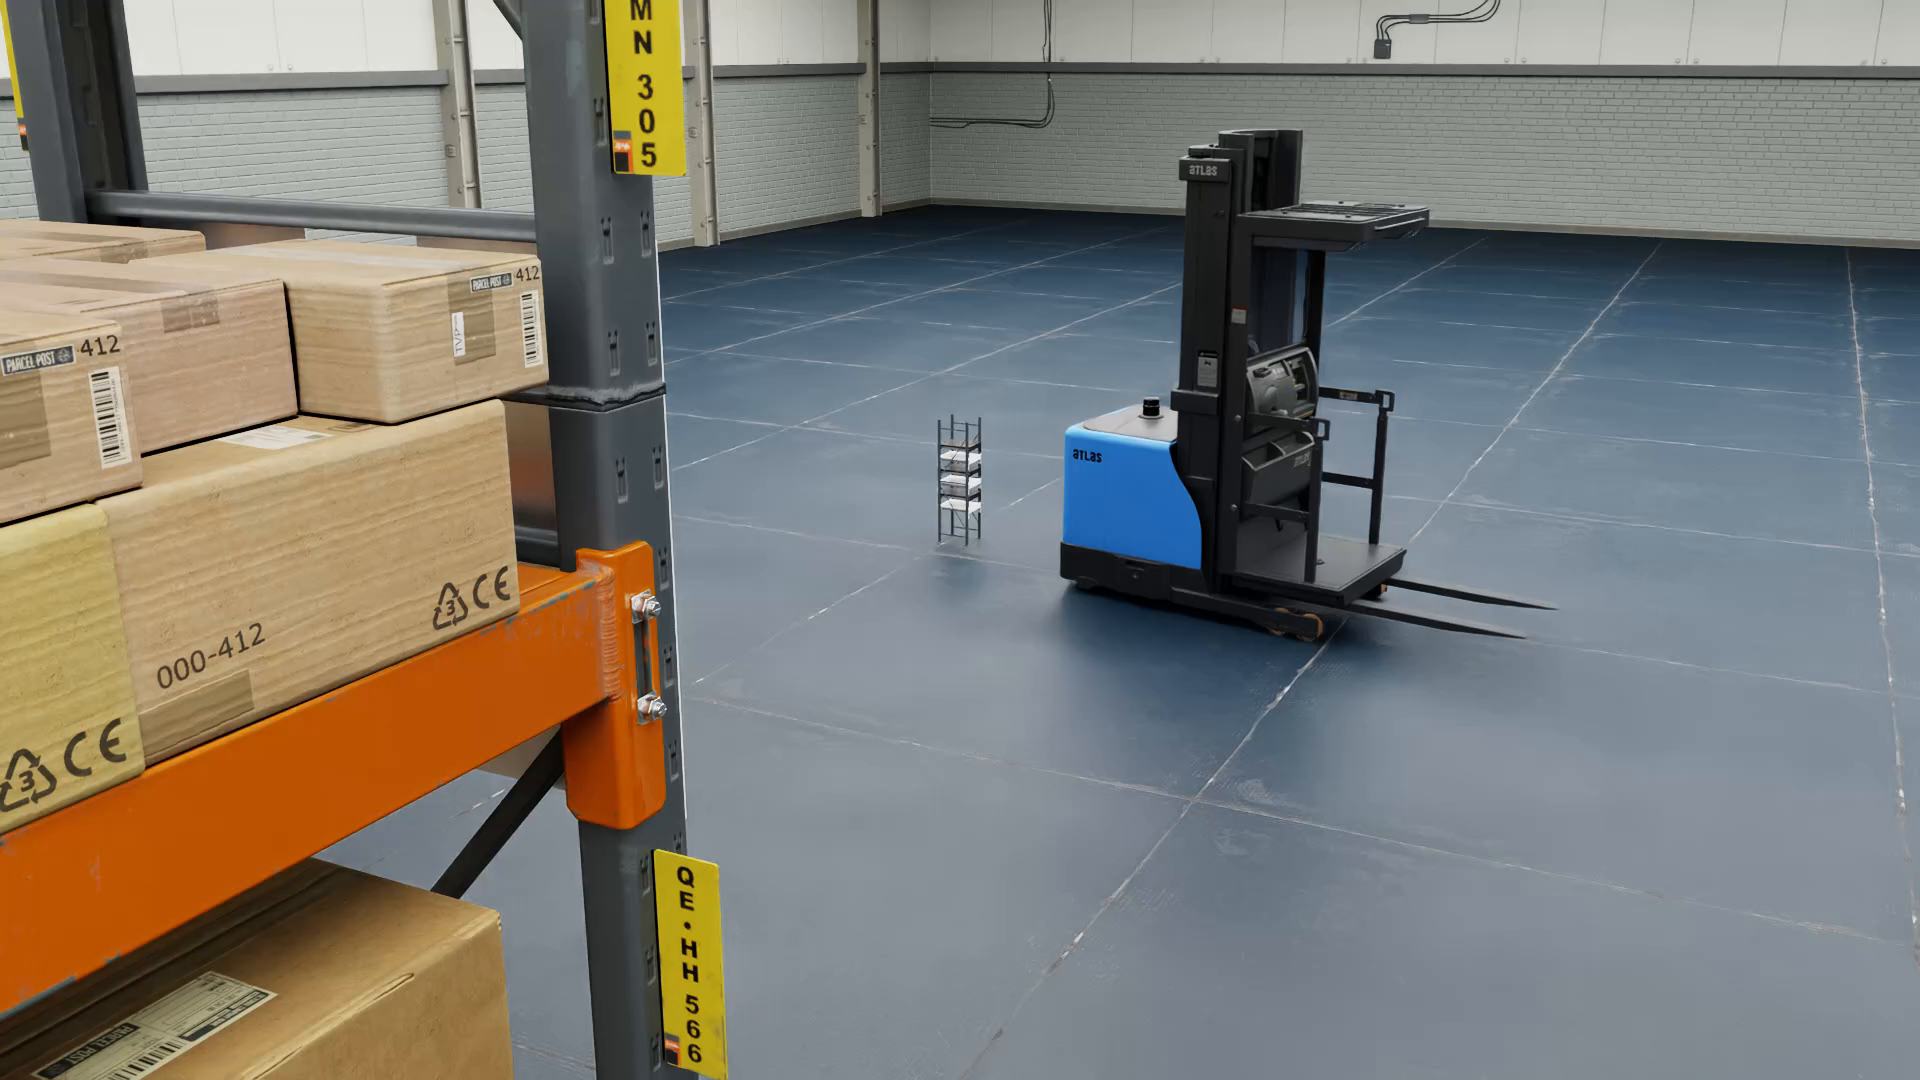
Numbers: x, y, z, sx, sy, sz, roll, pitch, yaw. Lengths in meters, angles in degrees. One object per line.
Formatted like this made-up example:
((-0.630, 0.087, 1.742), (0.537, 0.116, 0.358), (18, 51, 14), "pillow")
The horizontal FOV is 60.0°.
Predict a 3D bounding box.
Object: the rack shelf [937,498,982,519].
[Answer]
((-0.004, -0.225, 11.950), (0.258, 0.077, 0.200), (8, 18, 25), "rack shelf")

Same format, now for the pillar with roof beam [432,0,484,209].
((-3.380, -7.537, 21.596), (9.100, 9.000, 0.400), (8, 18, 25), "pillar with roof beam")

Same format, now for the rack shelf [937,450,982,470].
((-0.004, -0.570, 11.848), (0.258, 0.077, 0.200), (8, 18, 25), "rack shelf")

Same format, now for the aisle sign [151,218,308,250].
((-1.089, -0.096, 2.513), (0.394, 0.787, 0.004), (8, 18, 25), "aisle sign")

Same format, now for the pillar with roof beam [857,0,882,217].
((1.982, -10.594, 31.887), (9.100, 9.000, 0.400), (8, 18, 25), "pillar with roof beam")

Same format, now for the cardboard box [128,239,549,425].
((-0.694, -0.242, 1.867), (0.380, 0.149, 0.250), (8, 18, 25), "cardboard box")

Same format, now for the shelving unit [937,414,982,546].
((-0.004, -0.429, 11.889), (0.258, 0.900, 0.210), (8, 18, 25), "shelving unit")

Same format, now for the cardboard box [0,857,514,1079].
((-0.873, 0.706, 1.925), (0.500, 0.500, 0.500), (8, 18, 25), "cardboard box")

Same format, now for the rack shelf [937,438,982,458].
((-0.004, -0.656, 11.822), (0.258, 0.077, 0.200), (8, 18, 25), "rack shelf")

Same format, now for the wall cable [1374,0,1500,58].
((9.116, -12.142, 31.127), (2.305, 6.003, 0.169), (8, 18, 25), "wall cable")

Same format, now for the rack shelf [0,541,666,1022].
((-1.742, 0.621, 0.661), (1.077, 0.370, 4.000), (8, 18, 25), "rack shelf")

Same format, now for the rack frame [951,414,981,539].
((0.042, -0.455, 11.976), (0.240, 0.900, 0.006), (8, 18, 25), "rack frame")

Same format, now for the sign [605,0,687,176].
((-0.361, -0.582, 1.893), (0.100, 0.325, 0.005), (8, 18, 25), "sign")

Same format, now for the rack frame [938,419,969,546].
((-0.049, -0.403, 11.802), (0.240, 0.900, 0.006), (8, 18, 25), "rack frame")

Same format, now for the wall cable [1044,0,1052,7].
((3.051, -12.312, 34.256), (3.097, 2.526, 0.112), (8, 18, 25), "wall cable")

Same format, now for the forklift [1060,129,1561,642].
((2.155, -0.967, 10.133), (3.031, 2.935, 1.130), (11, 20, 34), "forklift")

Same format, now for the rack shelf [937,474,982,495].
((-0.004, -0.397, 11.899), (0.258, 0.077, 0.200), (8, 18, 25), "rack shelf")

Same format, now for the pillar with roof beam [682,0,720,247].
((-0.699, -9.066, 26.742), (9.100, 9.000, 0.400), (8, 18, 25), "pillar with roof beam")

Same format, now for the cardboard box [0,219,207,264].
((-1.179, -0.312, 2.102), (0.380, 0.149, 0.250), (8, 18, 25), "cardboard box")

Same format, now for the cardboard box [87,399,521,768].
((-0.837, -0.007, 1.773), (0.500, 0.250, 0.500), (9, 19, 27), "cardboard box")

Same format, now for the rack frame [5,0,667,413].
((-0.849, -1.671, 1.847), (1.000, 3.000, 0.127), (8, 18, 25), "rack frame")

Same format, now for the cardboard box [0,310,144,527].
((-0.939, -0.107, 1.412), (0.380, 0.149, 0.250), (7, 18, 23), "cardboard box")

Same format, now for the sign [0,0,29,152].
((-1.334, -0.722, 2.382), (0.100, 0.325, 0.005), (8, 18, 25), "sign")

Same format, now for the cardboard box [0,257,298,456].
((-0.915, -0.191, 1.694), (0.380, 0.149, 0.250), (7, 18, 24), "cardboard box")

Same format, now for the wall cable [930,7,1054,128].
((0.631, -10.235, 36.133), (3.097, 2.526, 0.112), (8, 18, 25), "wall cable")

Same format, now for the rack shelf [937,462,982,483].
((-0.004, -0.484, 11.873), (0.258, 0.077, 0.200), (8, 18, 25), "rack shelf")

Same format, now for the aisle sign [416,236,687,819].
((-0.553, -0.019, 2.256), (0.394, 0.787, 0.004), (8, 18, 25), "aisle sign")

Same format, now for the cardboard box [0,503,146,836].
((-1.057, 0.121, 1.344), (0.500, 0.250, 0.500), (8, 18, 26), "cardboard box")

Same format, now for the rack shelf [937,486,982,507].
((-0.004, -0.311, 11.924), (0.258, 0.077, 0.200), (8, 18, 25), "rack shelf")

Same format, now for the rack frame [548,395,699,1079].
((-0.849, 1.204, 2.701), (1.000, 3.000, 0.127), (8, 18, 25), "rack frame")
